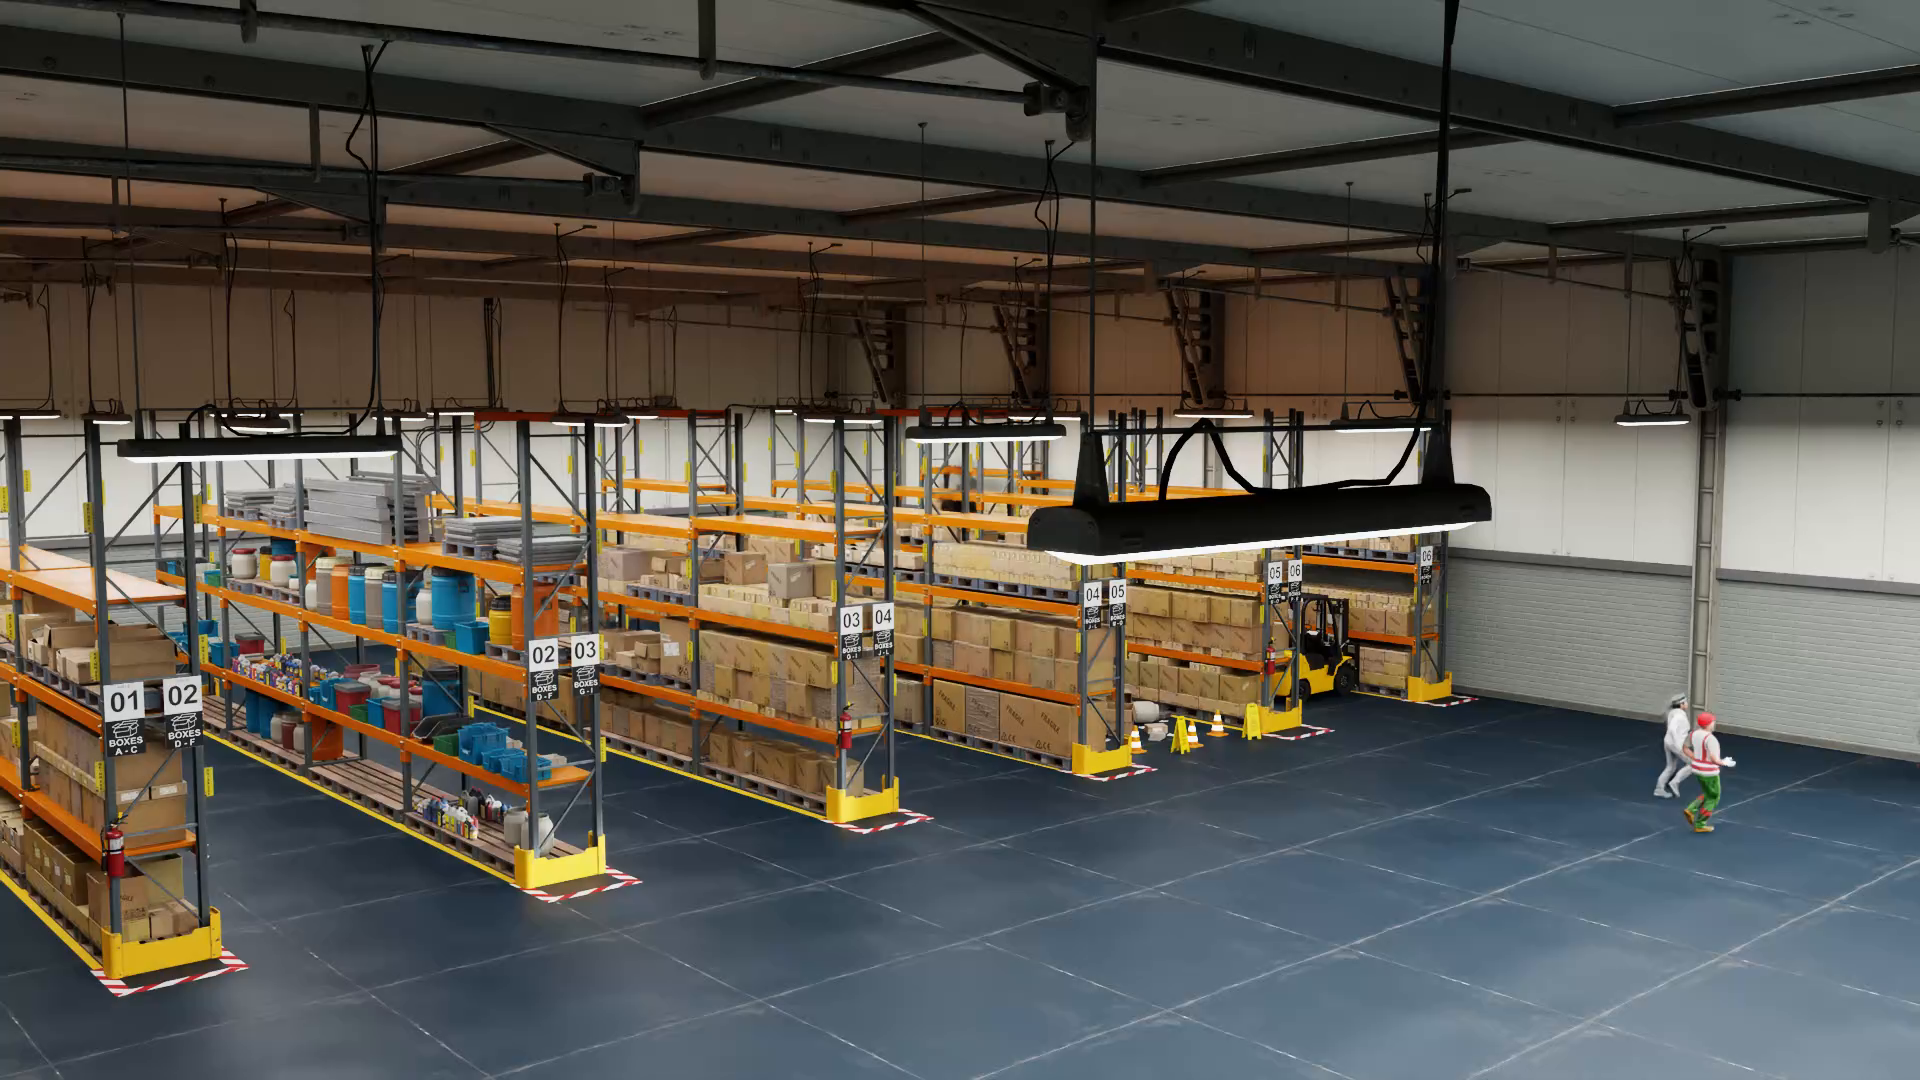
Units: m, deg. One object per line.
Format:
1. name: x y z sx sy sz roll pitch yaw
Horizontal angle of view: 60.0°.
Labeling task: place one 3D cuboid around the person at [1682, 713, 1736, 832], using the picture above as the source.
1. person: 10.802 3.348 24.011 0.598 1.740 0.648 -1 5 -8

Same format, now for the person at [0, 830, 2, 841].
1. person: -11.347 3.744 19.025 0.695 1.784 1.042 -5 7 -43

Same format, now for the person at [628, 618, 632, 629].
1. person: -6.843 2.456 33.889 0.918 1.799 0.648 4 7 42

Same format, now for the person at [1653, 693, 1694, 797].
1. person: 11.243 3.209 26.054 0.674 1.643 0.533 0 5 0
